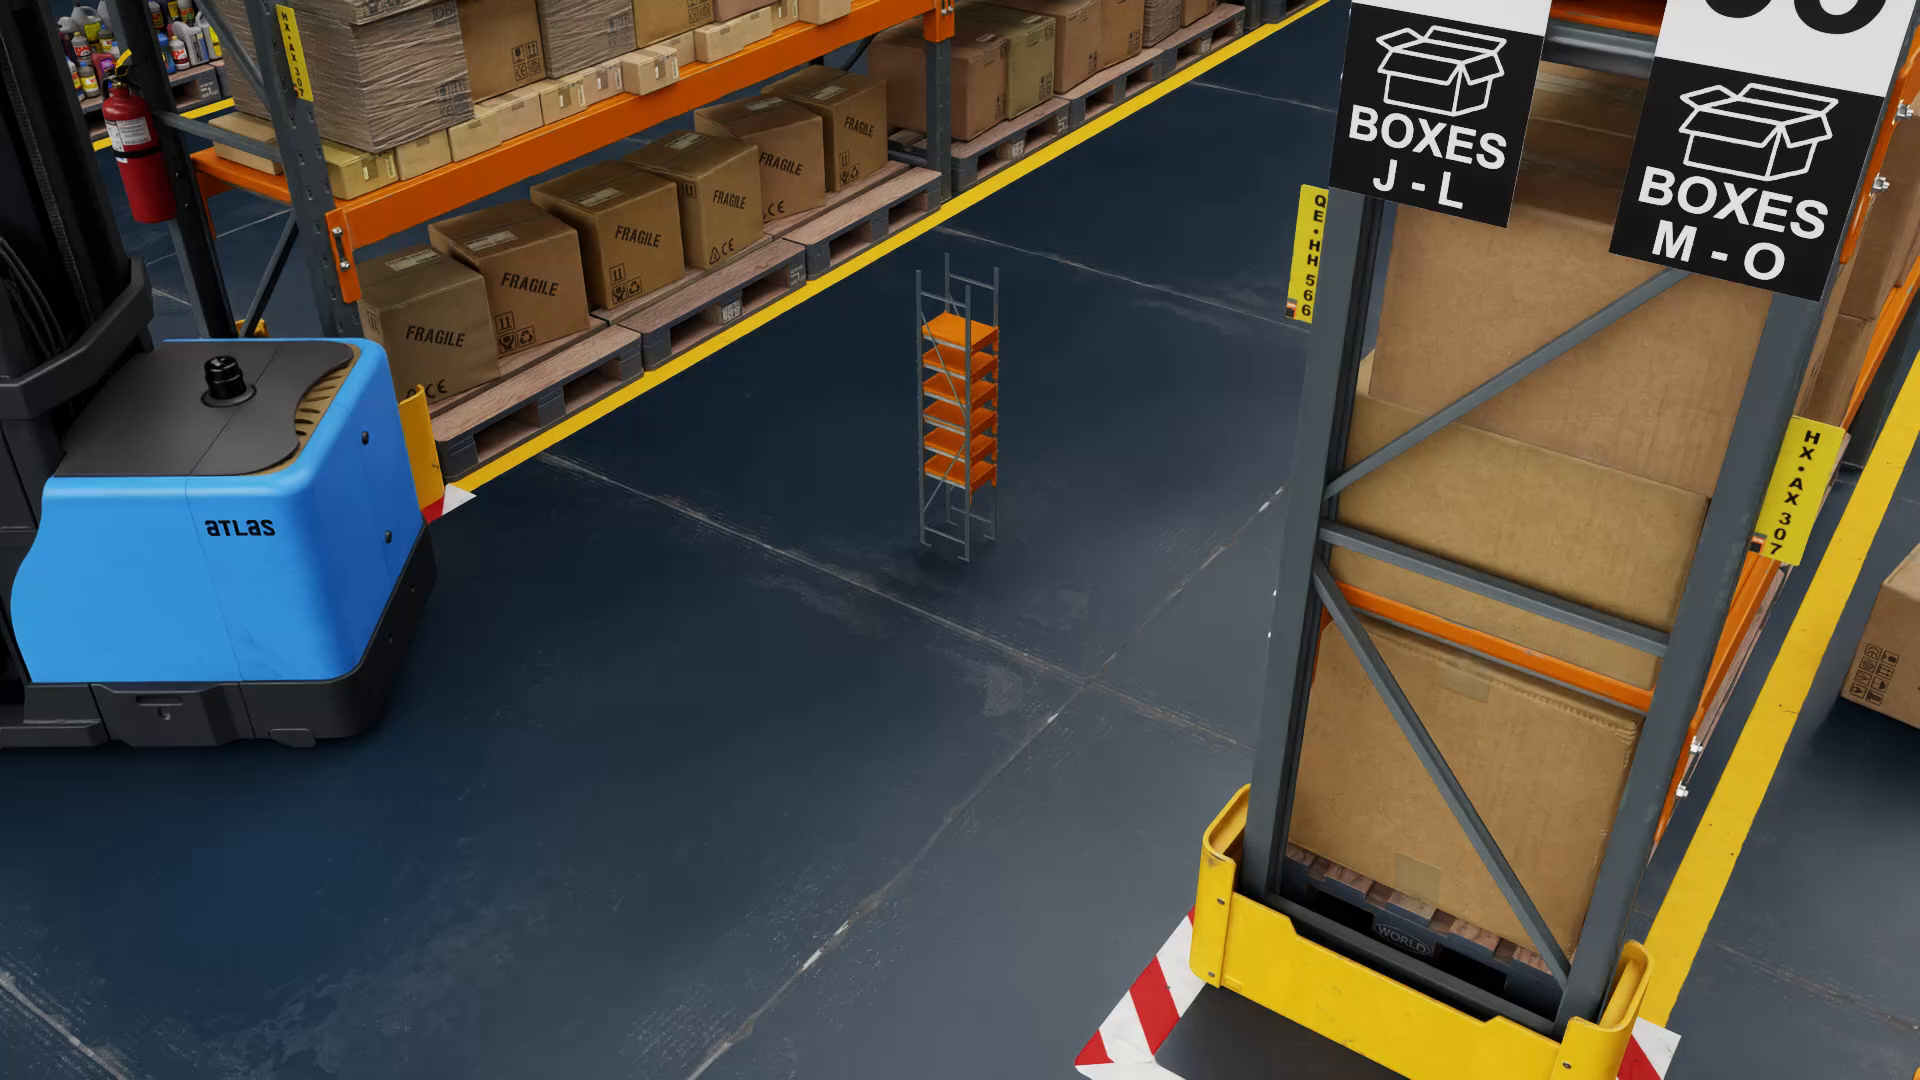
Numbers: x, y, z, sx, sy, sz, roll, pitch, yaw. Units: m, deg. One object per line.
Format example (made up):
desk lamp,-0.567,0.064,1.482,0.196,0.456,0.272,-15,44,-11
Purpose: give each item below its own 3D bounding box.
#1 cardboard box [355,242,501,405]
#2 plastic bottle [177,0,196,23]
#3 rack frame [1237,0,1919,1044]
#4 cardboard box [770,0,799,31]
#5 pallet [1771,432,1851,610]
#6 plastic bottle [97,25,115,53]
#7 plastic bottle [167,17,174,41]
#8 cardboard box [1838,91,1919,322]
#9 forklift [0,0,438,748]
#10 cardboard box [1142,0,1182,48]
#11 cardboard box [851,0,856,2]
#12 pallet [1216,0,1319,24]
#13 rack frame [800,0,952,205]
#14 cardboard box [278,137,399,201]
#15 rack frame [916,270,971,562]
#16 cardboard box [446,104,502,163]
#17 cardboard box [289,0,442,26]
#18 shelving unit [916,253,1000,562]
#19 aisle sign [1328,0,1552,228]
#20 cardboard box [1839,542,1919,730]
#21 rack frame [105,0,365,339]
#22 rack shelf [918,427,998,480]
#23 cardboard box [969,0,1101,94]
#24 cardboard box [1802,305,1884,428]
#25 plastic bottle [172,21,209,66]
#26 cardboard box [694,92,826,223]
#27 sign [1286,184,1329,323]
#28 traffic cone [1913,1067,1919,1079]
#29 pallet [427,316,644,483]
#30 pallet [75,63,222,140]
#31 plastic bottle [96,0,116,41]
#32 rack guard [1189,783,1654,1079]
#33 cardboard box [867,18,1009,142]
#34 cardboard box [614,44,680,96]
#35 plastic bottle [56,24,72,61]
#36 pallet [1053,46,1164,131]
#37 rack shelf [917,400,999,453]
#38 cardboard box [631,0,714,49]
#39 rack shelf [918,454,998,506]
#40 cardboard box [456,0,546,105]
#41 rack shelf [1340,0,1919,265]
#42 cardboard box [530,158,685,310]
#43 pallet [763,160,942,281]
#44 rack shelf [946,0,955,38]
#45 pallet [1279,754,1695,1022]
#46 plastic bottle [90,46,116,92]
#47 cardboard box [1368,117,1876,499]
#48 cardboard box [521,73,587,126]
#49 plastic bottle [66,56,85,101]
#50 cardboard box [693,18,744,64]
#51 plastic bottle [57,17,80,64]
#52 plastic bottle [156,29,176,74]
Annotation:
cardboard box,-2.405,-0.937,7.314,0.500,0.500,0.500,-29,43,-35
plastic bottle,-5.348,-3.647,11.508,0.097,0.271,0.097,0,34,0
rack frame,1.242,0.114,3.903,1.000,3.000,0.127,21,39,28
cardboard box,-1.020,-2.629,8.184,0.380,0.149,0.250,21,39,28
pallet,3.025,-0.246,6.926,1.003,0.211,1.213,21,39,28
plastic bottle,-5.697,-3.337,11.112,0.097,0.201,0.097,0,34,0
plastic bottle,-5.171,-3.331,11.030,0.061,0.283,0.133,21,39,28
cardboard box,2.154,-1.050,4.528,0.875,0.550,0.550,21,39,28
forklift,-3.525,-0.768,5.269,3.031,2.935,1.130,0,34,-1
cardboard box,1.115,-3.771,11.487,0.700,0.500,0.500,18,38,24
cardboard box,-0.718,-2.853,8.515,0.380,0.149,0.250,21,39,28
pallet,2.298,-4.382,13.041,1.003,0.211,1.213,21,39,28
rack frame,-0.495,-3.357,9.037,1.000,3.000,0.127,21,39,28
cardboard box,-2.417,-1.467,6.467,0.380,0.149,0.250,21,39,28
rack frame,-0.060,-0.448,6.342,0.240,1.200,0.006,21,39,28
cardboard box,-2.104,-1.687,6.791,0.380,0.149,0.250,21,39,28
cardboard box,-2.238,-2.261,6.169,0.500,0.500,0.500,21,39,28
shelving unit,-0.008,-0.490,6.404,0.258,1.200,0.189,21,39,28
aisle sign,0.955,-1.026,3.269,0.394,0.787,0.004,21,39,28
cardboard box,3.480,0.350,5.784,0.500,0.500,0.500,29,44,36
rack frame,-2.775,-1.517,6.315,1.000,3.000,0.127,21,39,28
rack shelf,-0.008,-0.354,6.496,0.258,0.103,0.180,21,39,28
cardboard box,0.479,-3.251,10.718,0.700,0.500,0.500,18,38,24
cardboard box,2.134,-0.611,4.842,0.875,0.550,0.550,21,39,28
plastic bottle,-5.083,-3.294,10.983,0.152,0.276,0.135,22,40,29
cardboard box,-1.076,-2.059,8.973,0.500,0.500,0.500,-23,40,-30
sign,0.804,-0.643,3.778,0.100,0.325,0.005,21,39,28
traffic cone,2.711,1.374,4.305,0.336,0.463,0.334,21,39,28
pallet,-2.240,-0.759,7.684,1.003,0.211,1.213,21,39,28
pallet,-5.676,-2.925,10.886,1.003,0.211,1.213,21,39,28
plastic bottle,-5.715,-3.503,11.224,0.144,0.351,0.185,21,39,28
rack guard,1.228,1.161,4.587,1.175,0.500,0.348,21,39,28
cardboard box,-0.127,-2.780,10.022,0.700,0.500,0.500,18,38,25
cardboard box,-1.482,-2.127,7.442,0.380,0.149,0.250,21,39,28
plastic bottle,-5.903,-3.214,10.857,0.061,0.283,0.133,21,39,28
pallet,0.643,-3.125,11.182,1.003,0.211,1.213,21,39,28
rack shelf,-0.008,-0.454,6.429,0.258,0.103,0.180,21,39,28
cardboard box,-1.637,-2.637,7.616,0.875,0.500,0.500,21,39,28
rack shelf,-0.008,-0.255,6.563,0.258,0.103,0.180,21,39,28
cardboard box,-2.253,-2.194,6.962,0.875,0.500,0.500,21,39,28
rack shelf,2.382,-1.751,4.626,1.077,0.370,4.000,21,39,28
cardboard box,-1.720,-1.505,8.155,0.500,0.500,0.500,25,42,32
pallet,-0.848,-1.882,9.344,1.003,0.211,1.213,21,39,28
rack shelf,0.646,-3.980,10.599,1.077,0.370,4.000,21,39,28
pallet,1.633,0.876,5.266,1.003,0.211,1.213,21,39,28
plastic bottle,-5.410,-2.989,10.524,0.061,0.283,0.133,22,40,29
cardboard box,1.485,-0.554,3.793,0.875,0.550,0.550,21,39,28
cardboard box,-1.830,-1.921,7.137,0.380,0.149,0.250,21,39,28
plastic bottle,-5.554,-2.885,10.382,0.097,0.271,0.097,0,34,0
cardboard box,-1.243,-2.375,7.808,0.380,0.149,0.250,21,39,28
plastic bottle,-5.912,-3.309,11.004,0.152,0.276,0.135,20,39,27
plastic bottle,-5.186,-3.182,10.821,0.097,0.271,0.097,0,34,0
